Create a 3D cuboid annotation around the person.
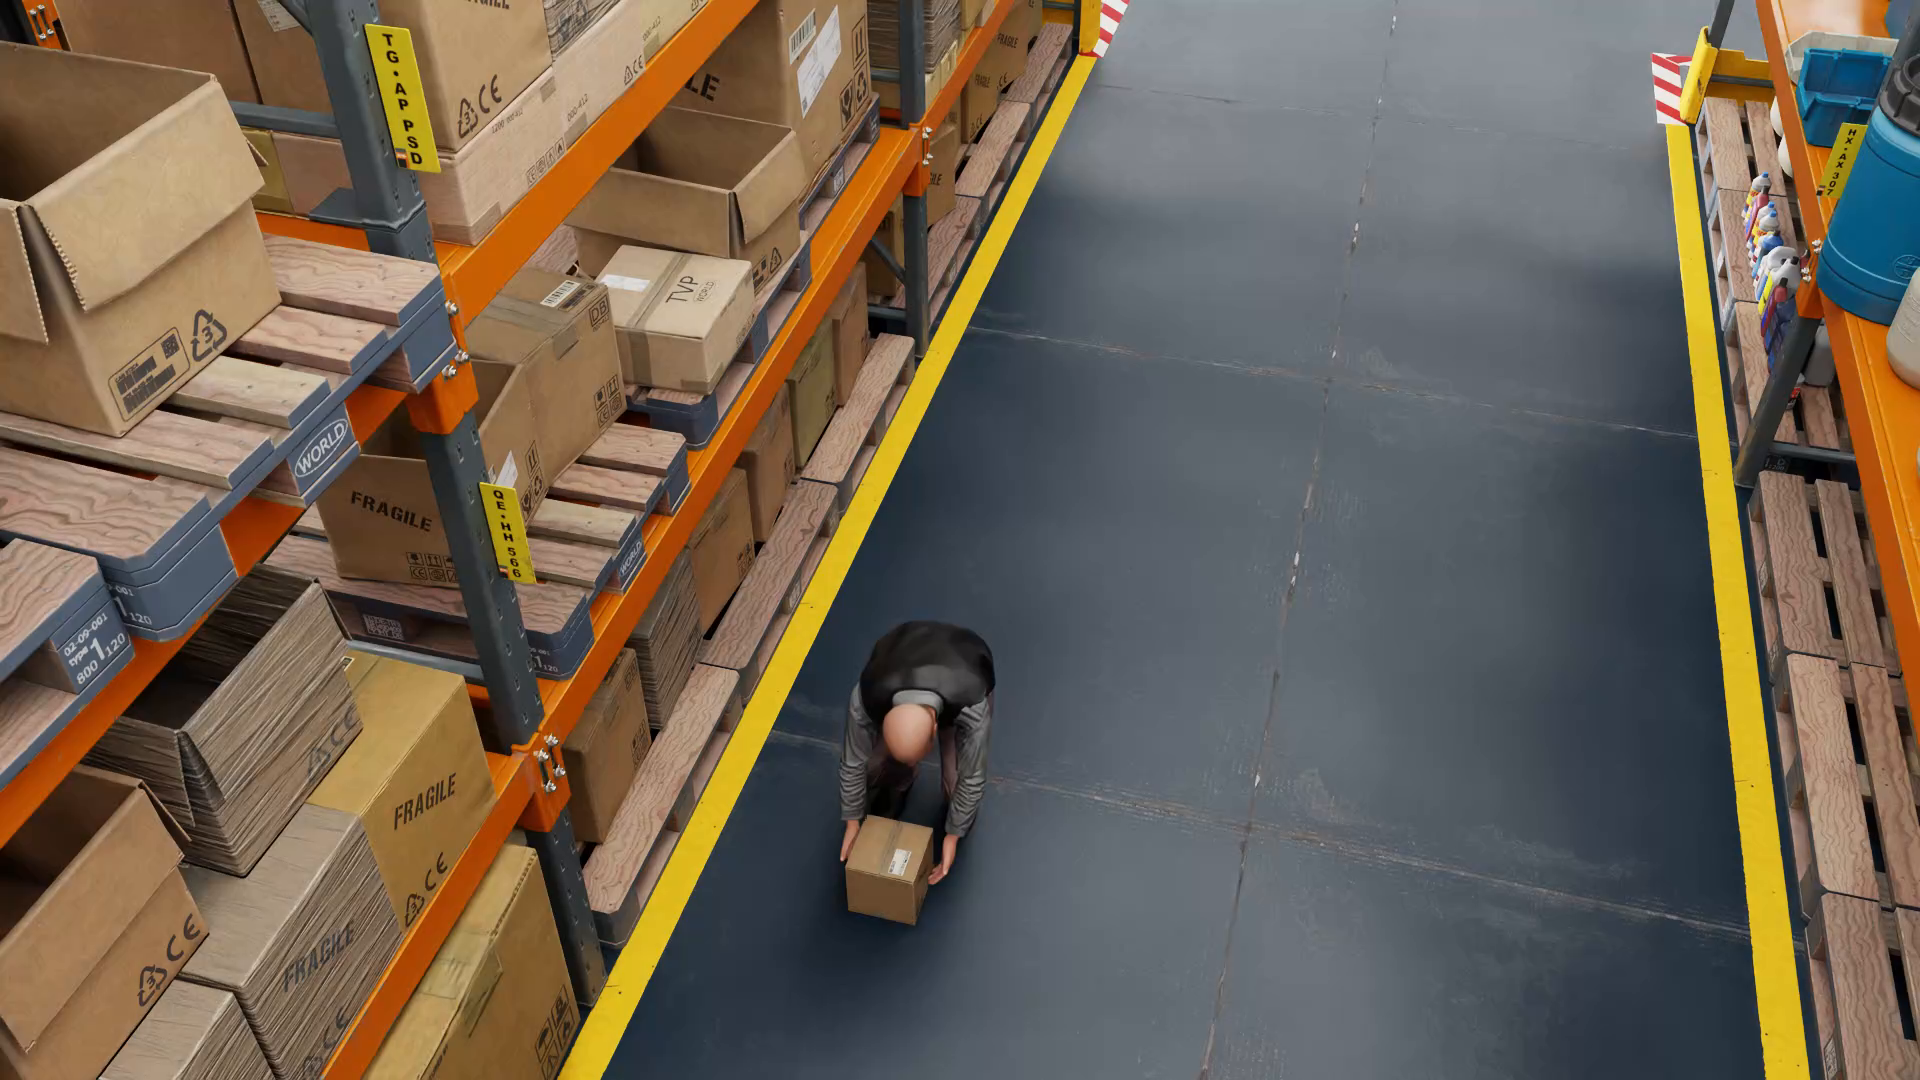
[{"bbox_3d":[-0.119,0.698,5.967,0.533,0.942,0.865,10,42,11],"label":"person"}]
